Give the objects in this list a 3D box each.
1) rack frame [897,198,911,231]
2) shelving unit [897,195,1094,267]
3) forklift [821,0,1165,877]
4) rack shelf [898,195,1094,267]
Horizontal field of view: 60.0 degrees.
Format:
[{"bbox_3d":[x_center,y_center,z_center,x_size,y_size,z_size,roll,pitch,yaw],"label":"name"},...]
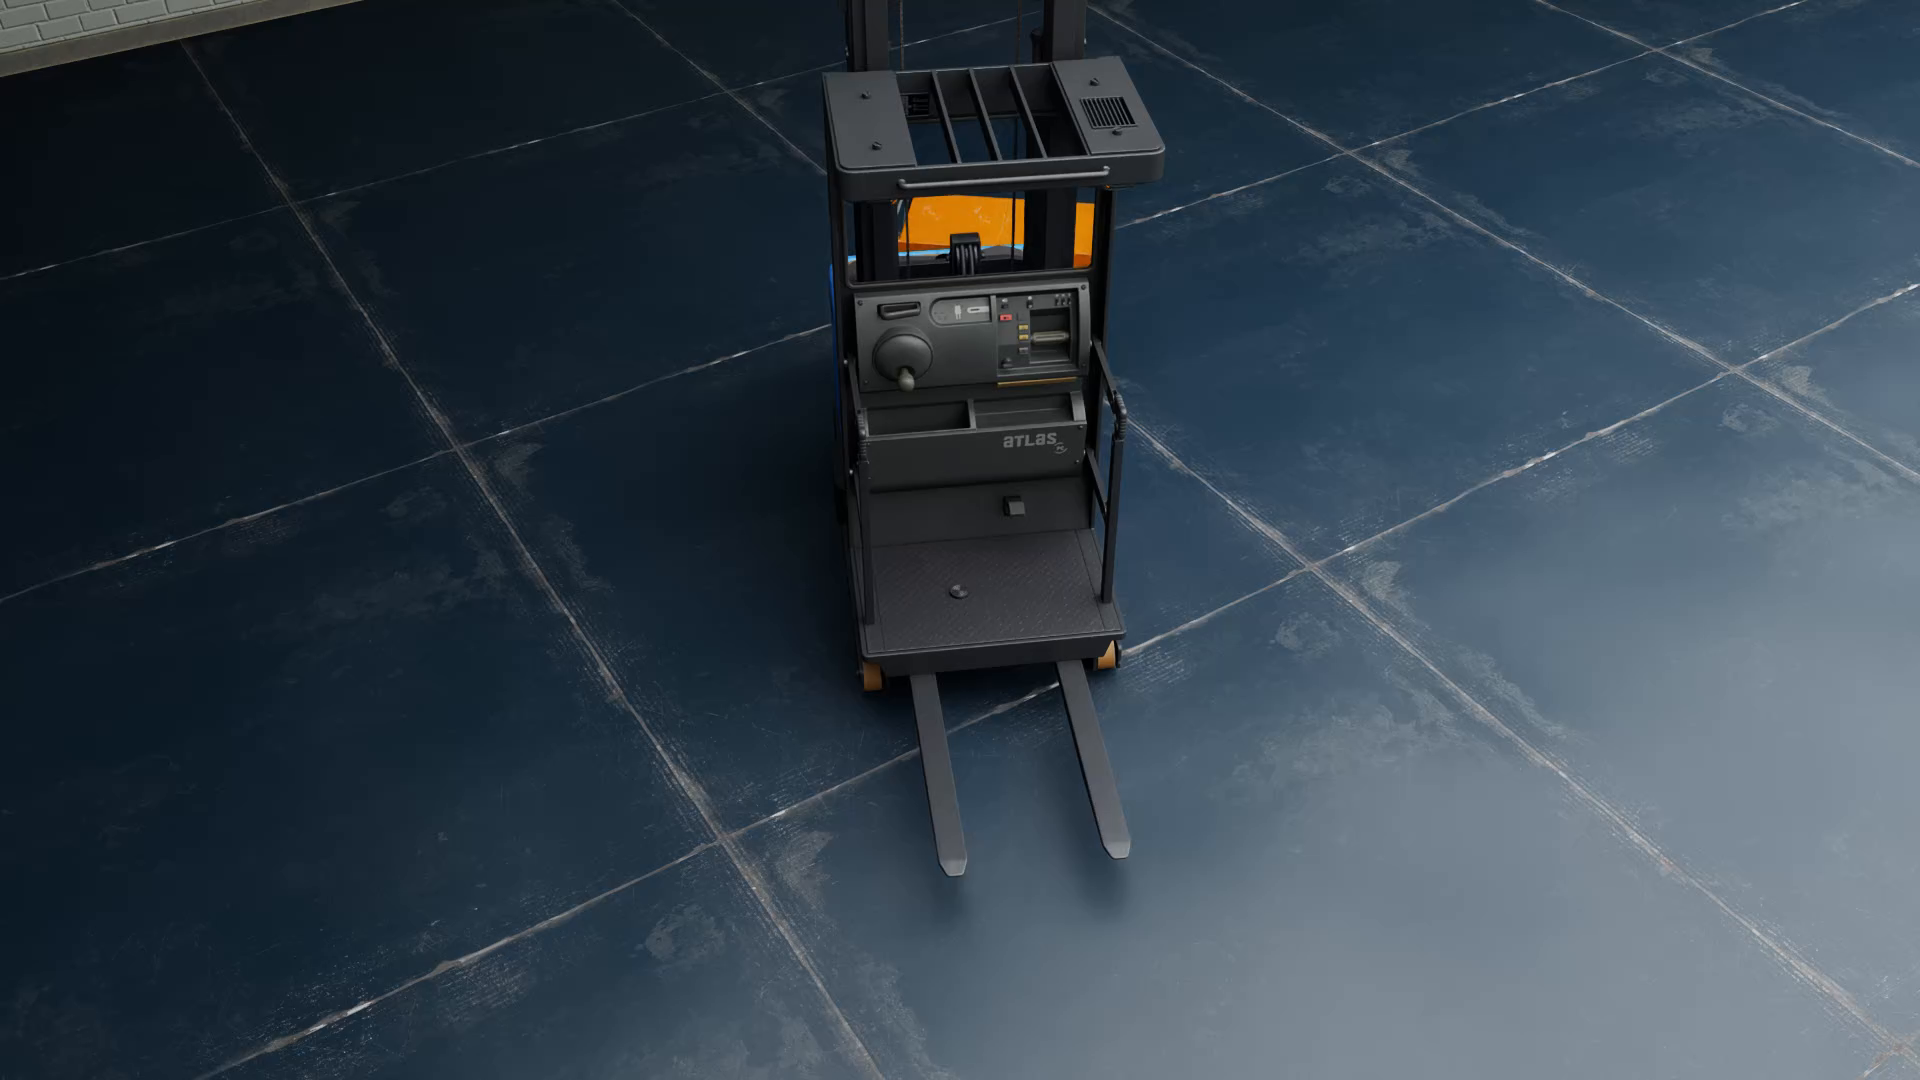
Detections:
[{"bbox_3d":[-0.293,-1.285,8.474,0.032,1.125,0.500,5,40,6],"label":"rack frame"},{"bbox_3d":[0.211,-1.243,8.423,1.048,1.125,0.538,5,40,6],"label":"shelving unit"},{"bbox_3d":[0.083,-0.728,6.394,1.130,2.935,3.031,-5,40,-6],"label":"forklift"},{"bbox_3d":[0.211,-1.468,8.236,1.000,0.278,0.538,5,40,6],"label":"rack shelf"}]
